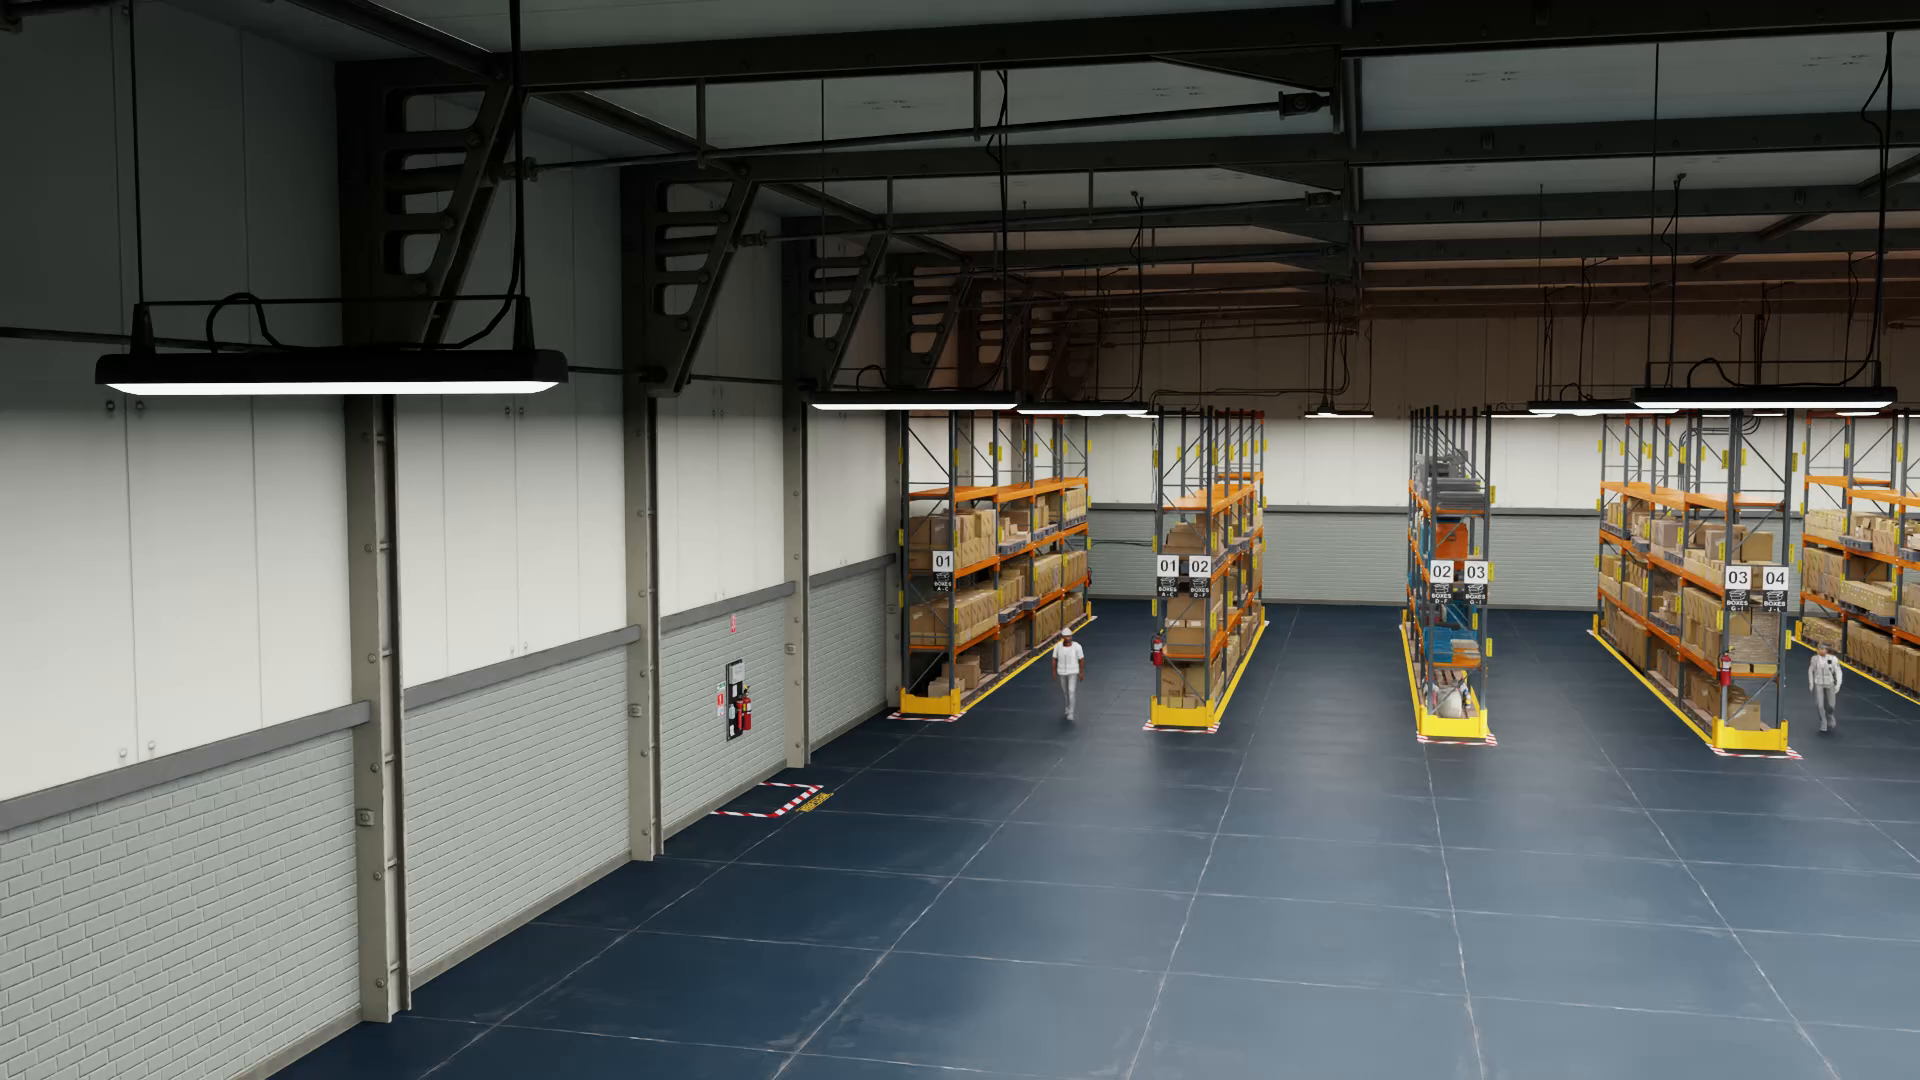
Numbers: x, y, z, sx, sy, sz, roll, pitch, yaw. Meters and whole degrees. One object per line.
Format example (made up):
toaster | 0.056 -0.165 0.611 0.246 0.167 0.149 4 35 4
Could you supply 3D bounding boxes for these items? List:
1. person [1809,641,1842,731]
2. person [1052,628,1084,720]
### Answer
person | 16.057 2.687 30.868 0.552 1.661 0.513 2 5 31
person | 2.032 2.547 31.831 0.588 1.718 0.974 2 4 22
